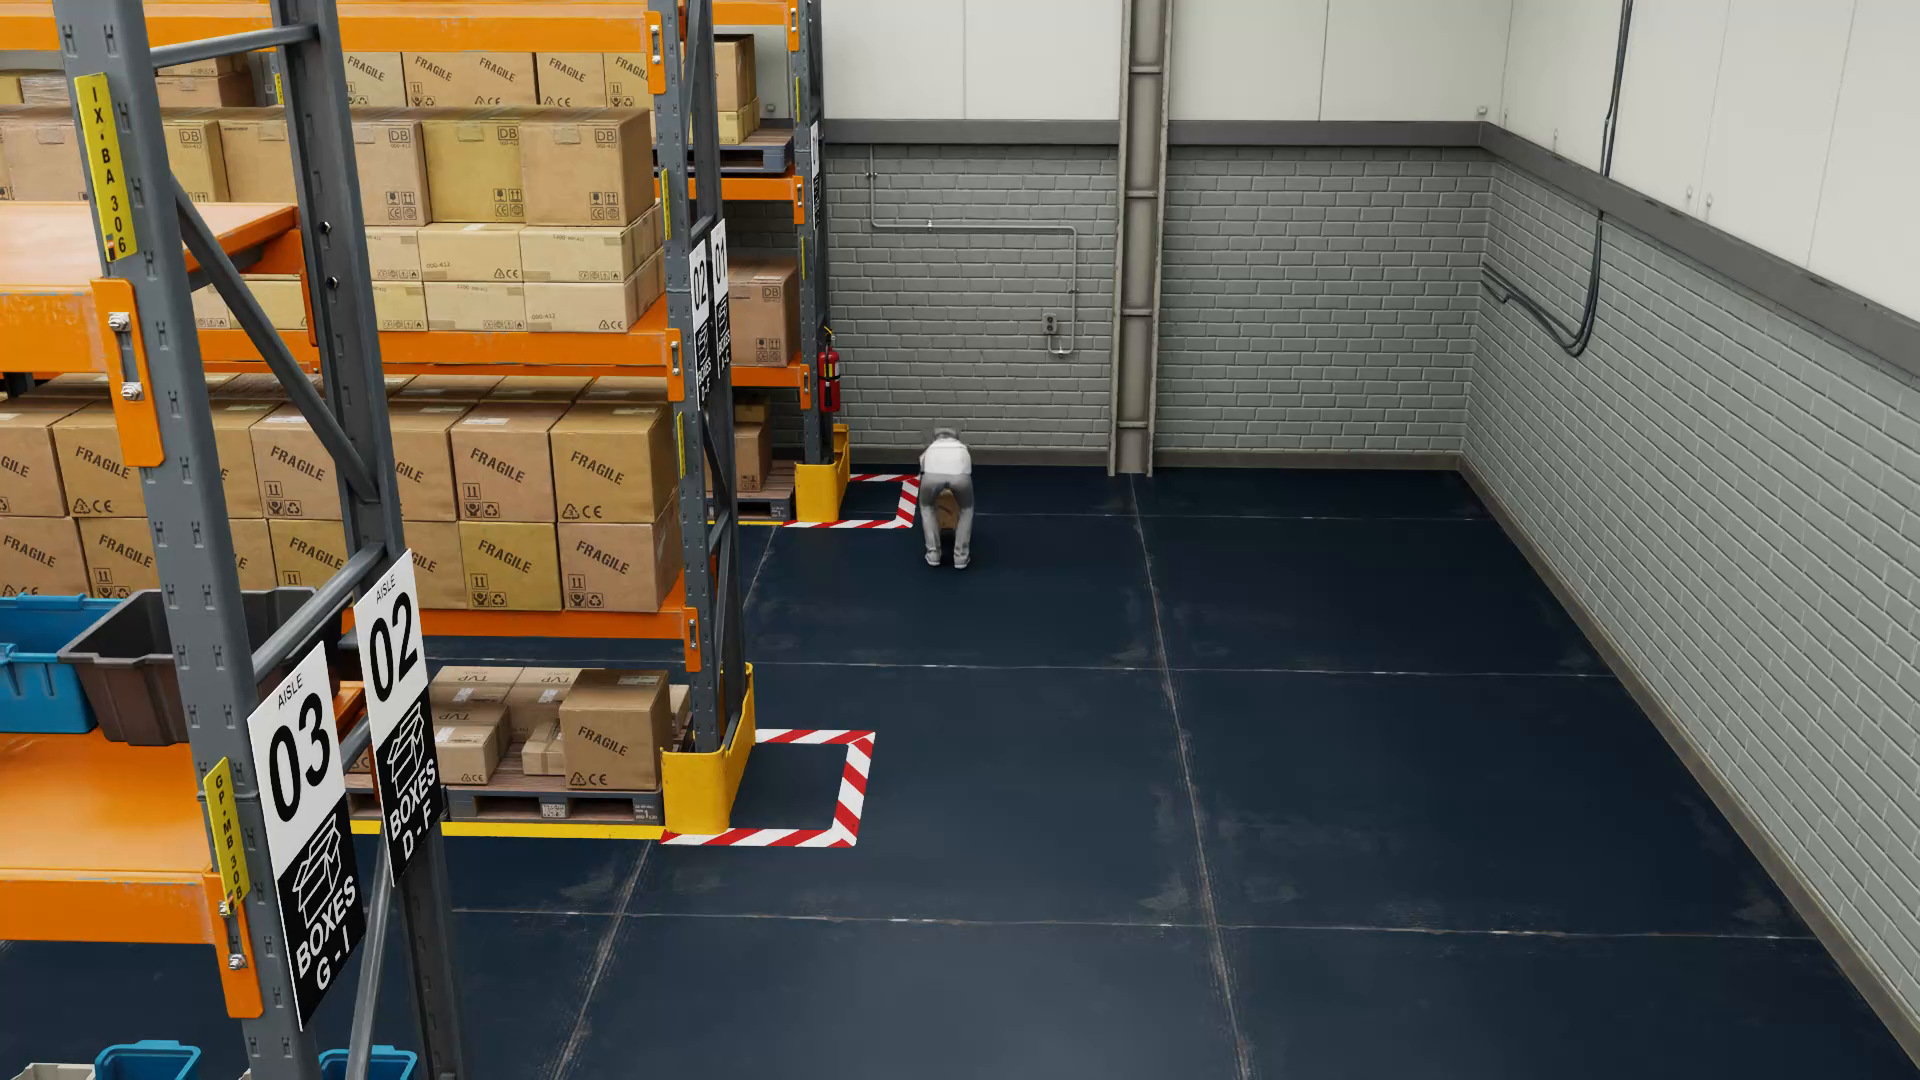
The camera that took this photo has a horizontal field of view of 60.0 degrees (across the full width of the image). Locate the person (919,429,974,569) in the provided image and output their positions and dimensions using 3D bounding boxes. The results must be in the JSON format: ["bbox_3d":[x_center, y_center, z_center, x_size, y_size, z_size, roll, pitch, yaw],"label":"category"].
[{"bbox_3d":[-0.103,-0.345,12.925,0.426,0.995,0.912,0,21,-1],"label":"person"}]
